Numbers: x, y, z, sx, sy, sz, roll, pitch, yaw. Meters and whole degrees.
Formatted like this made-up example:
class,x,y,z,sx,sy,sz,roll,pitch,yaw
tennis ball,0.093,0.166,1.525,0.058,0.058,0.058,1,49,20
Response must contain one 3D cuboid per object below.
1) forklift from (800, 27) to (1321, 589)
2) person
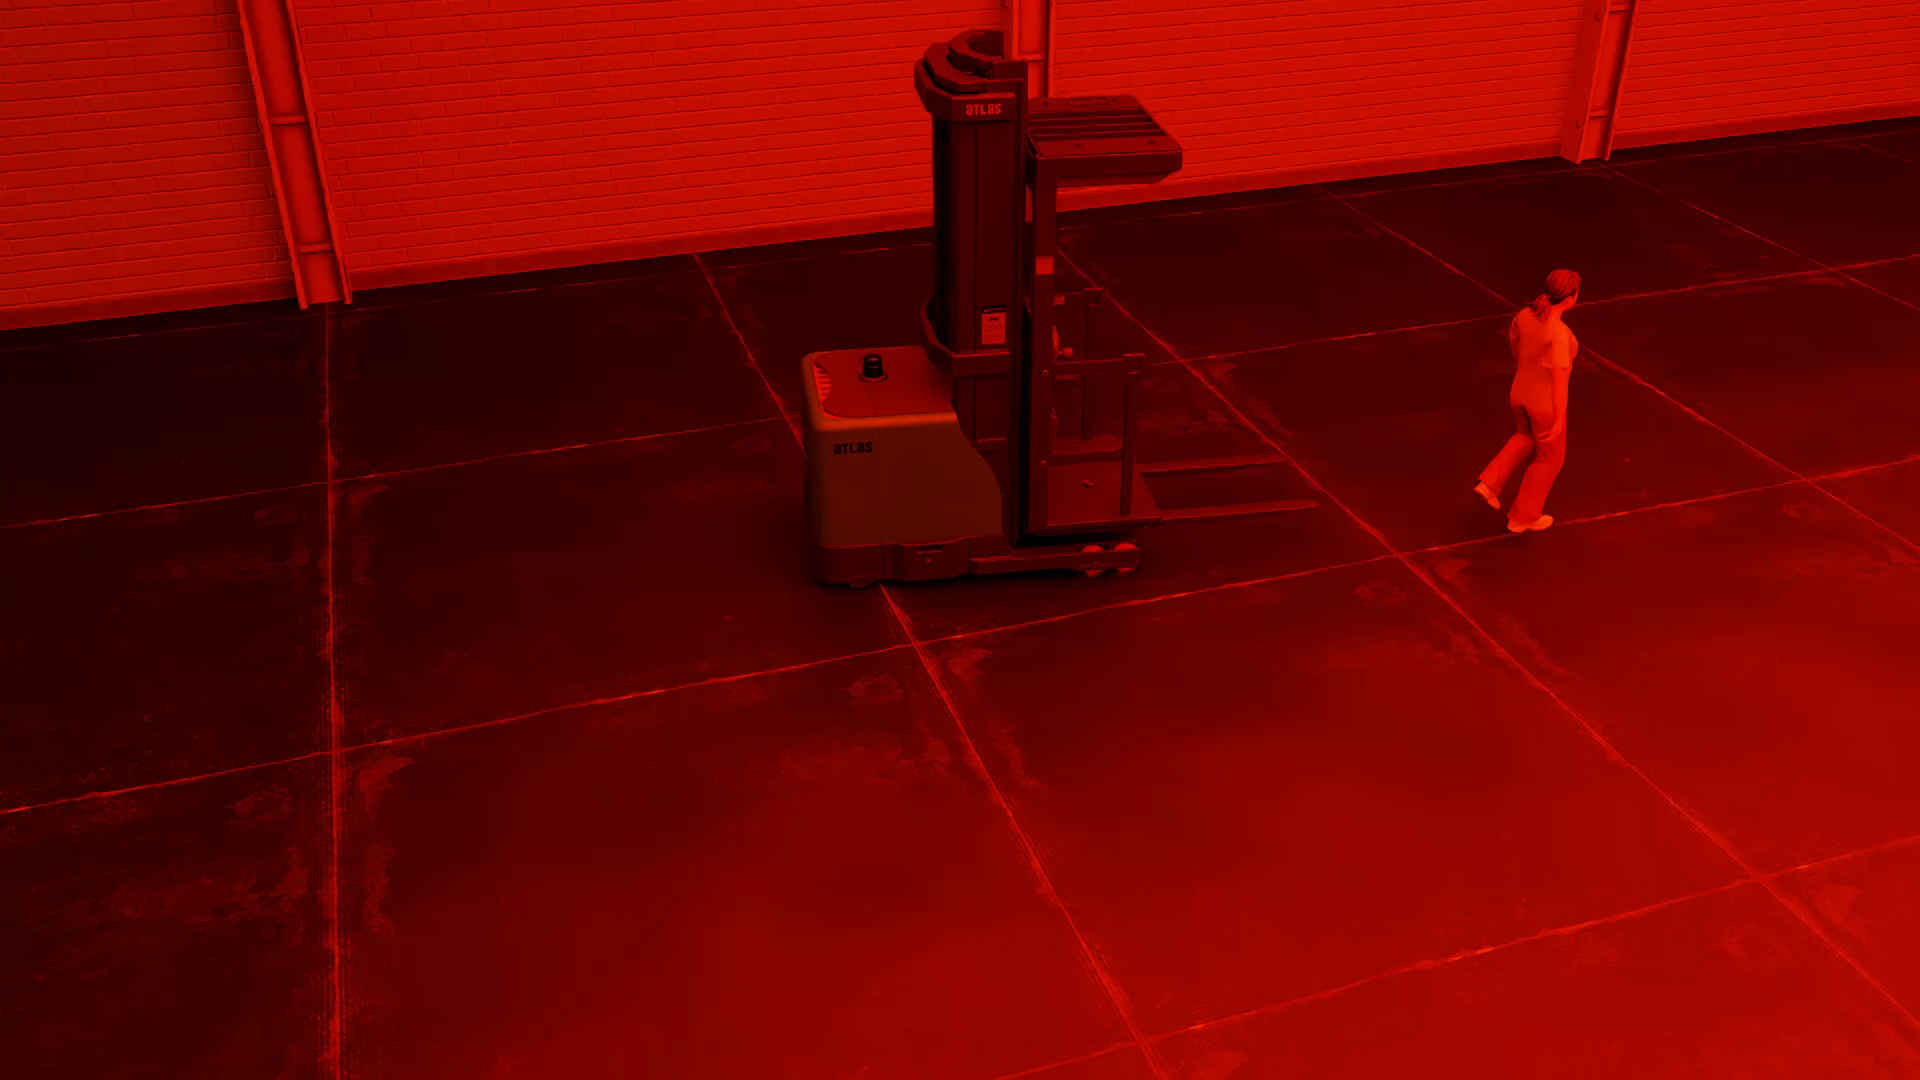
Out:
class,x,y,z,sx,sy,sz,roll,pitch,yaw
forklift,0.608,-1.327,9.393,3.031,2.935,1.130,-5,30,-8
person,3.384,-0.810,9.777,0.490,1.656,0.652,-12,32,-20
